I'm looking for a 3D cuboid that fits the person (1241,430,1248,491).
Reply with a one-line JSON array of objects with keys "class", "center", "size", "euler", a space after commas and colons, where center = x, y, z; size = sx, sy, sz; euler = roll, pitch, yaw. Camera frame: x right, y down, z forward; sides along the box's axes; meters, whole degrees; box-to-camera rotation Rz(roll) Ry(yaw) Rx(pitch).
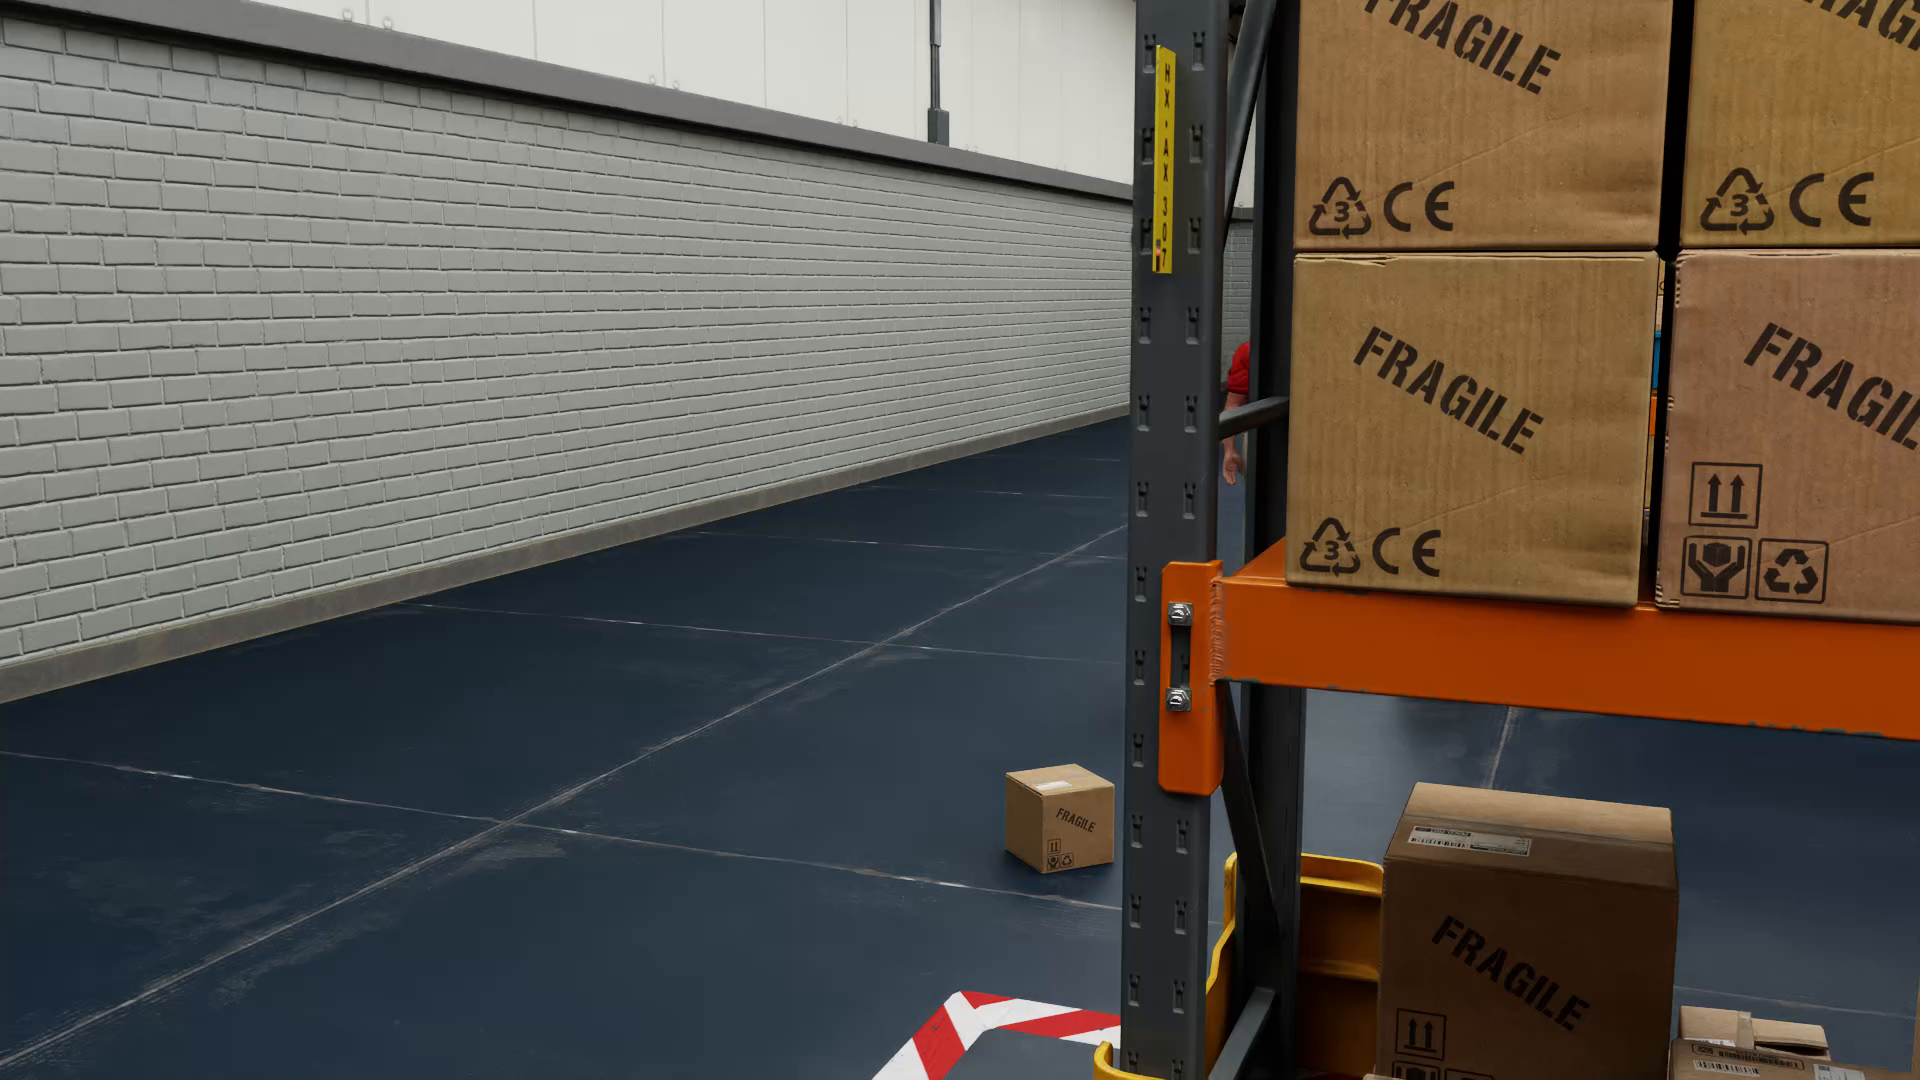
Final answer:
[{"class": "person", "center": [1.712, -0.475, 8.925], "size": [0.439, 1.519, 0.725], "euler": [5, 10, 32]}]
